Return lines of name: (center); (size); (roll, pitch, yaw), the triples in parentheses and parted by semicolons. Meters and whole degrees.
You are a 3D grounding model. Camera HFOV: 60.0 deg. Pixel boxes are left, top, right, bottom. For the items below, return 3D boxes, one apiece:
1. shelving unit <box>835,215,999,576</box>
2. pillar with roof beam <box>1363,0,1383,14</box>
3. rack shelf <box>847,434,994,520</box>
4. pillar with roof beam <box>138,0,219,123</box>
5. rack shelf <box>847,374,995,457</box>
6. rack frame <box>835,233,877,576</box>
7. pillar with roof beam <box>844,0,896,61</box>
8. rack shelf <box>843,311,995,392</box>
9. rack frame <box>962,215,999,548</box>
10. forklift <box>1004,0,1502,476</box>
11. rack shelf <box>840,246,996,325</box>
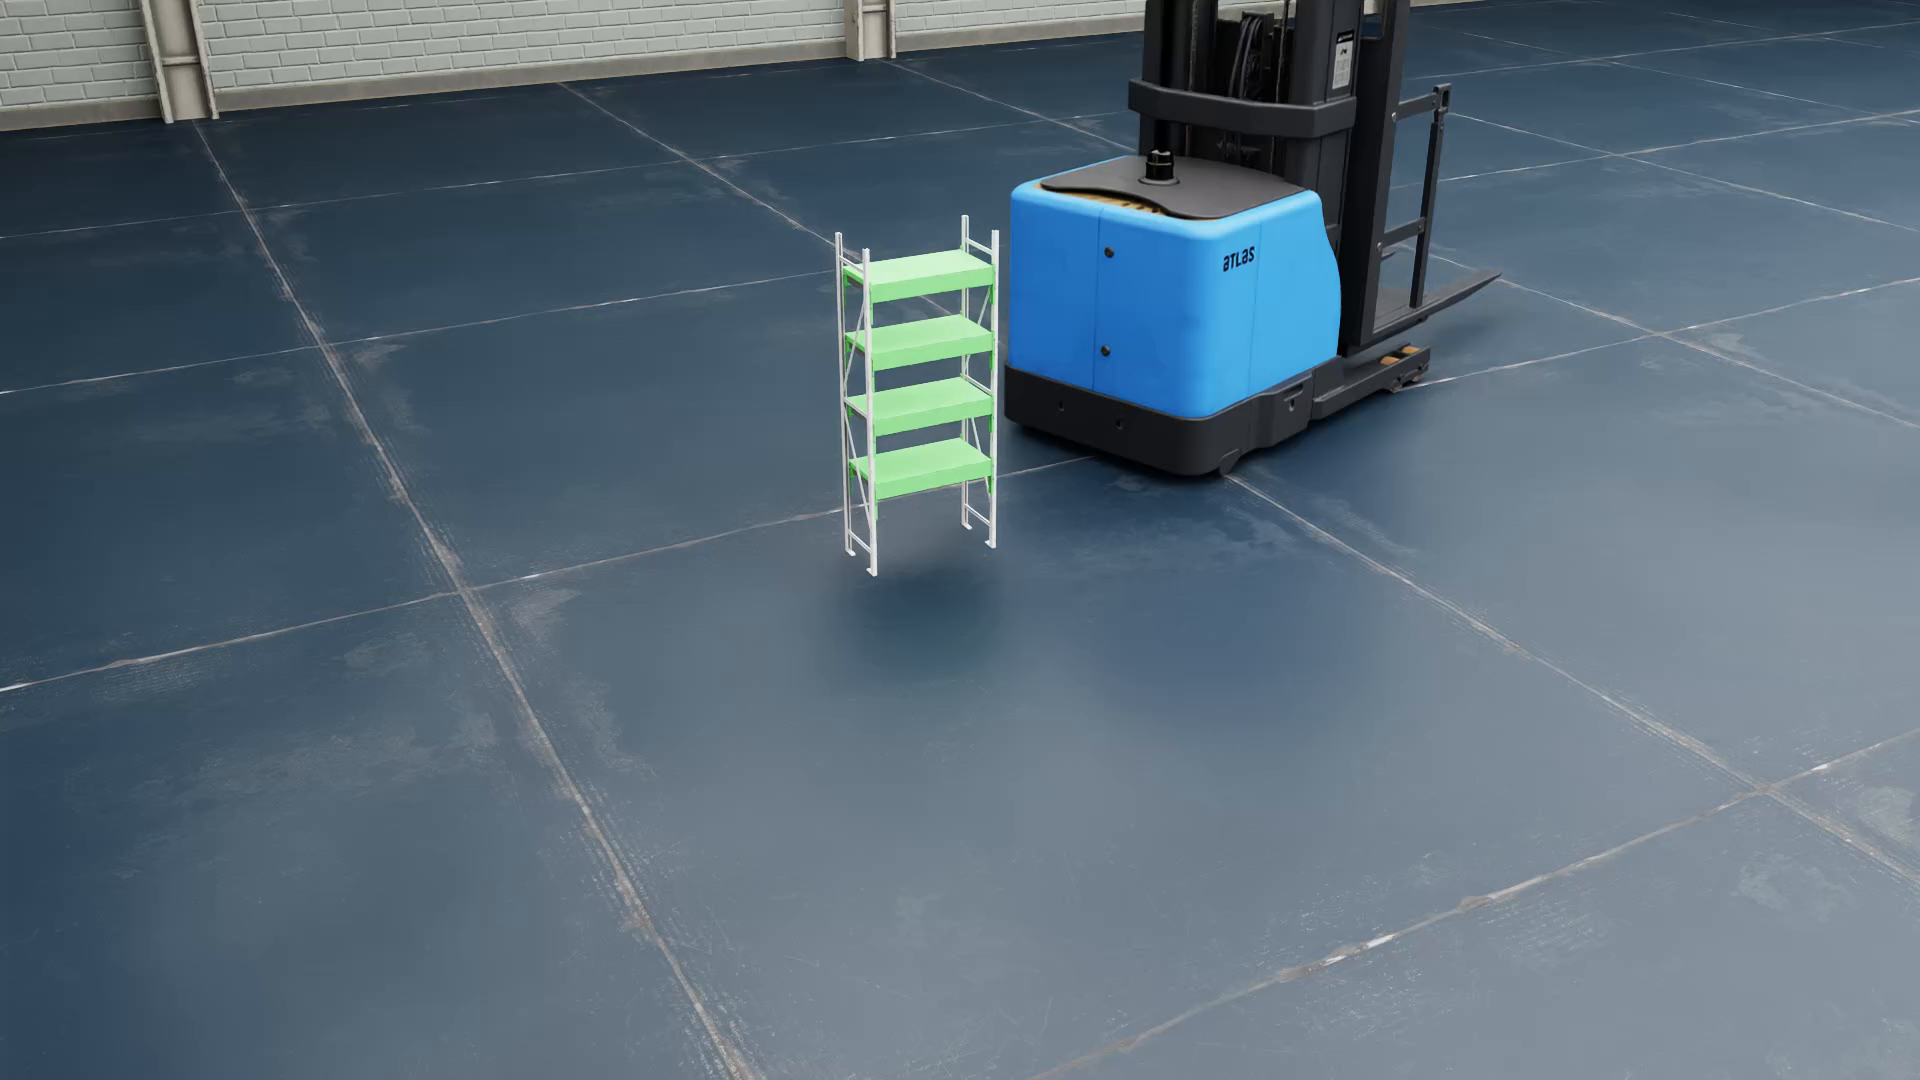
shelving unit: (-0.146, -0.507, 5.920); (0.503, 1.200, 0.258); (-13, 29, -25)
pillar with roof beam: (6.470, -8.232, 12.999); (0.400, 9.000, 9.100); (-13, 29, -25)
rack shelf: (-0.146, -0.233, 6.052); (0.480, 0.148, 0.258); (-13, 29, -25)
pillar with roof beam: (-4.119, -5.788, 7.909); (0.400, 9.000, 9.100); (-13, 29, -25)
rack shelf: (-0.146, -0.450, 5.948); (0.480, 0.148, 0.258); (-13, 29, -25)
rack frame: (-0.361, -0.457, 5.817); (0.015, 1.200, 0.240); (-13, 29, -25)
pillar with roof beam: (1.175, -7.010, 10.454); (0.400, 9.000, 9.100); (-13, 29, -25)
rack shelf: (-0.146, -0.666, 5.844); (0.480, 0.148, 0.258); (-13, 29, -25)
rack frame: (0.069, -0.557, 6.024); (0.015, 1.200, 0.240); (-13, 29, -25)
forklift: (1.554, -2.130, 7.301); (1.130, 2.935, 3.031); (21, 33, 37)
rack shelf: (-0.146, -0.882, 5.740); (0.480, 0.148, 0.258); (-13, 29, -25)
